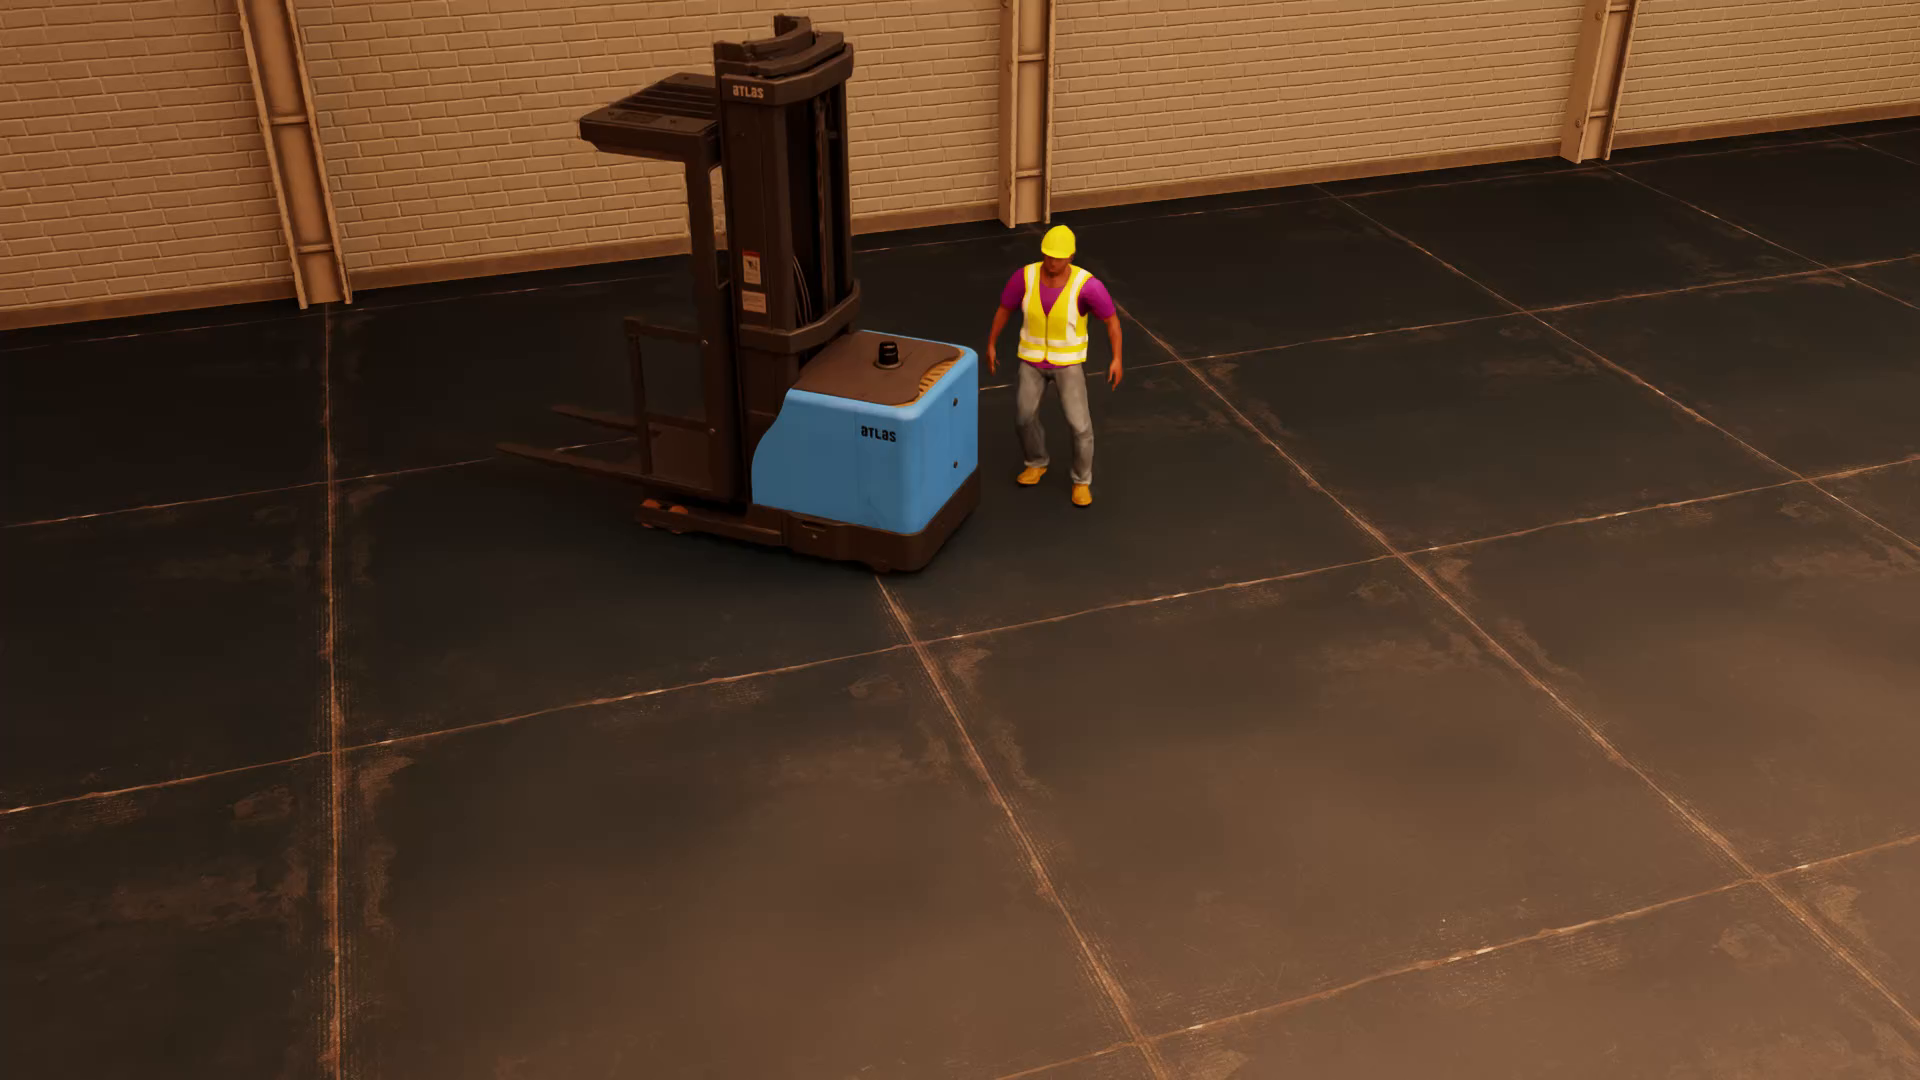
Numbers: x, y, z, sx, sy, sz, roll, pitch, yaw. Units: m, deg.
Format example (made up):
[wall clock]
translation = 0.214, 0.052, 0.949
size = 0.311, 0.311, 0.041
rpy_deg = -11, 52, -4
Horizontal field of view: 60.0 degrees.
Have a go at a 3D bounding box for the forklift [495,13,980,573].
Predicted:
[forklift]
translation = -1.445, -1.539, 9.762
size = 3.031, 2.935, 1.130
rpy_deg = 12, 32, 19

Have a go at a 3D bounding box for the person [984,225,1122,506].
[person]
translation = 0.560, -1.082, 10.195
size = 0.875, 1.728, 0.476
rpy_deg = 9, 31, 15
